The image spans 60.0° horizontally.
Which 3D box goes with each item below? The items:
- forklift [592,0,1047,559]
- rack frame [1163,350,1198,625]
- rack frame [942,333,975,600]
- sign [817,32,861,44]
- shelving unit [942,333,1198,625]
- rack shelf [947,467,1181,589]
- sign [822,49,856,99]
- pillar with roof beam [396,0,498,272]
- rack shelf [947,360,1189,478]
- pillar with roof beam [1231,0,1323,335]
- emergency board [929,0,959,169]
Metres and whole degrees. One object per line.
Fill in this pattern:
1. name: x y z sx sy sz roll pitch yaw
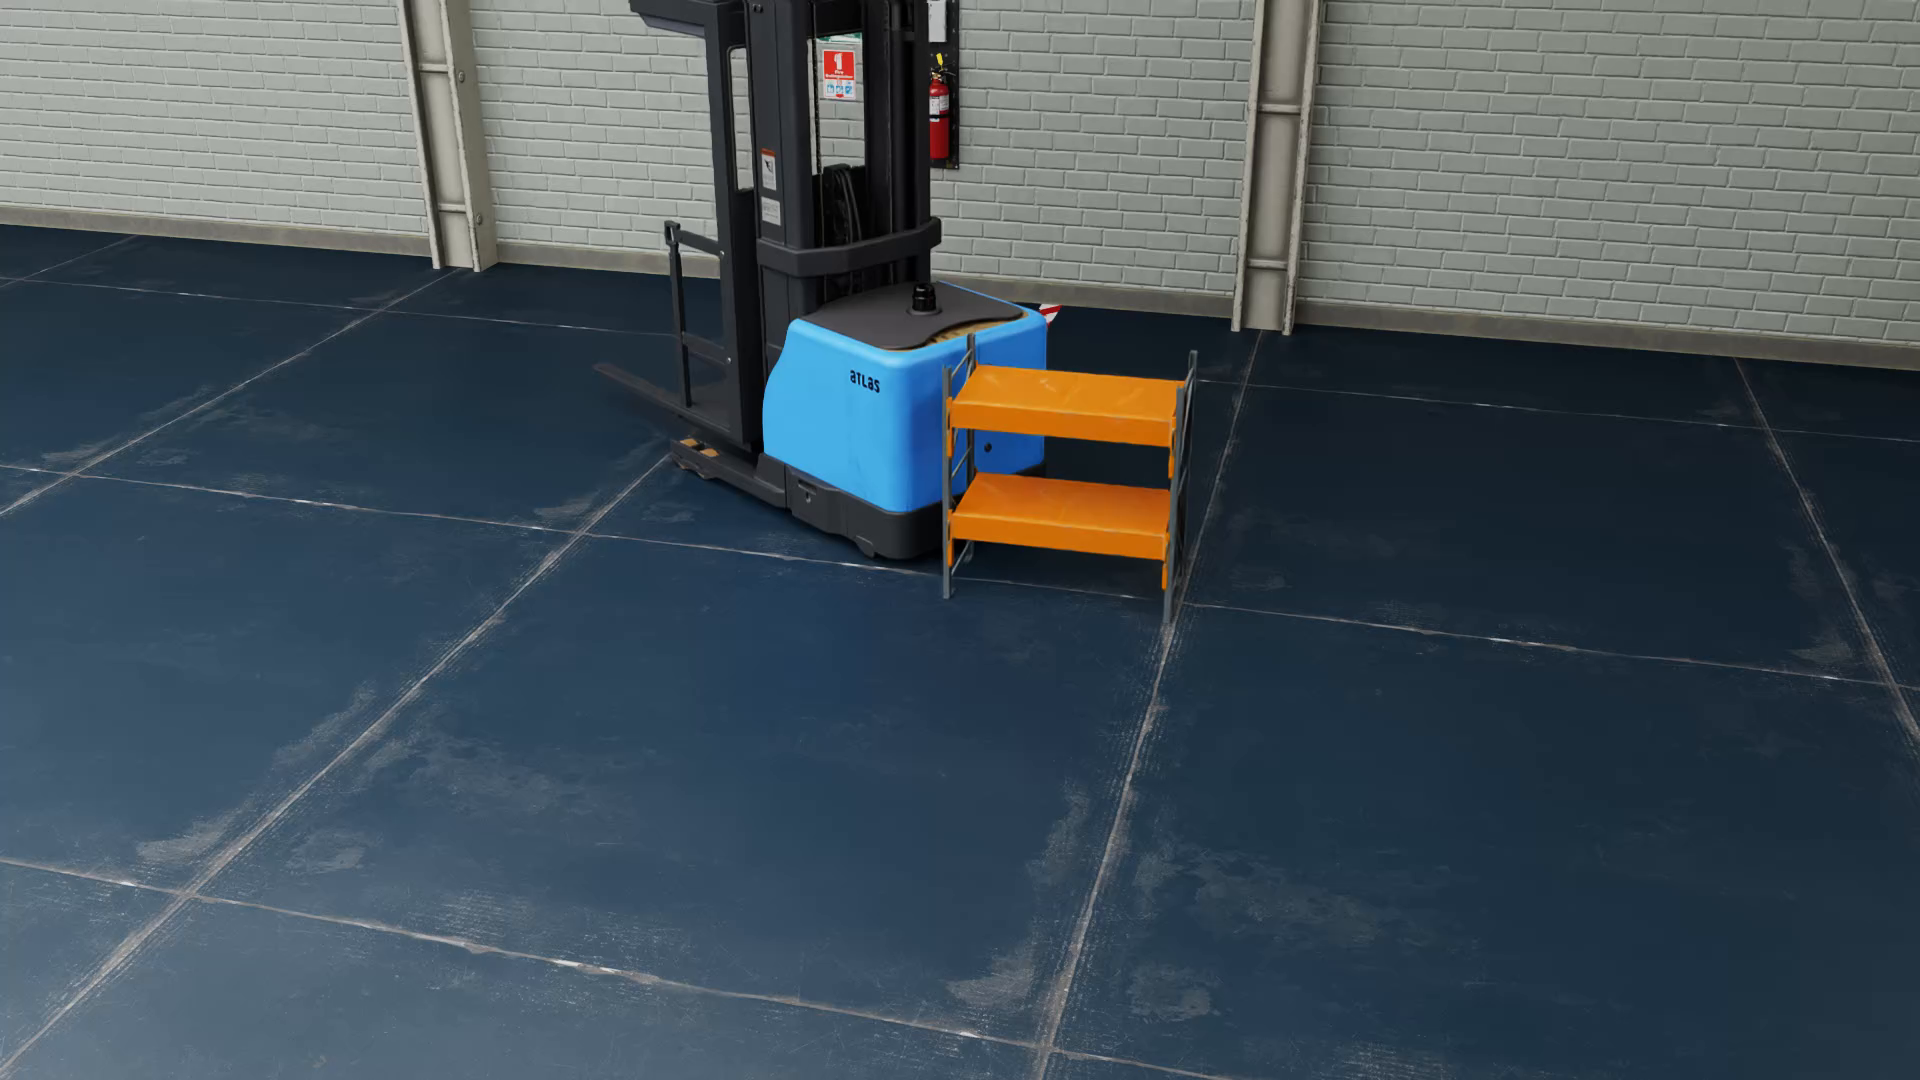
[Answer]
1. forklift: -0.926 -1.778 8.575 1.130 2.935 3.031 -22 33 -38
2. rack frame: 0.984 -0.233 7.430 0.032 1.125 0.500 6 26 12
3. rack frame: -0.004 -0.337 7.649 0.032 1.125 0.500 6 26 12
4. sign: -0.833 -3.442 11.332 0.331 0.109 0.001 6 26 13
5. shelving unit: 0.490 -0.285 7.540 1.048 1.125 0.538 6 26 12
6. rack shelf: 0.490 -0.064 7.645 1.000 0.278 0.538 6 26 12
7. sign: -0.836 -3.207 11.455 0.234 0.329 0.001 6 26 13
8. pillar with roof beam: -4.825 -4.367 6.954 0.400 9.000 9.100 6 26 13
9. rack shelf: 0.490 -0.549 7.414 1.000 0.278 0.538 6 26 12
10. pillar with roof beam: 0.986 -3.725 5.605 0.400 9.000 9.100 6 26 13
11. emergency board: -0.326 -3.089 11.248 0.643 1.169 0.194 6 26 13
